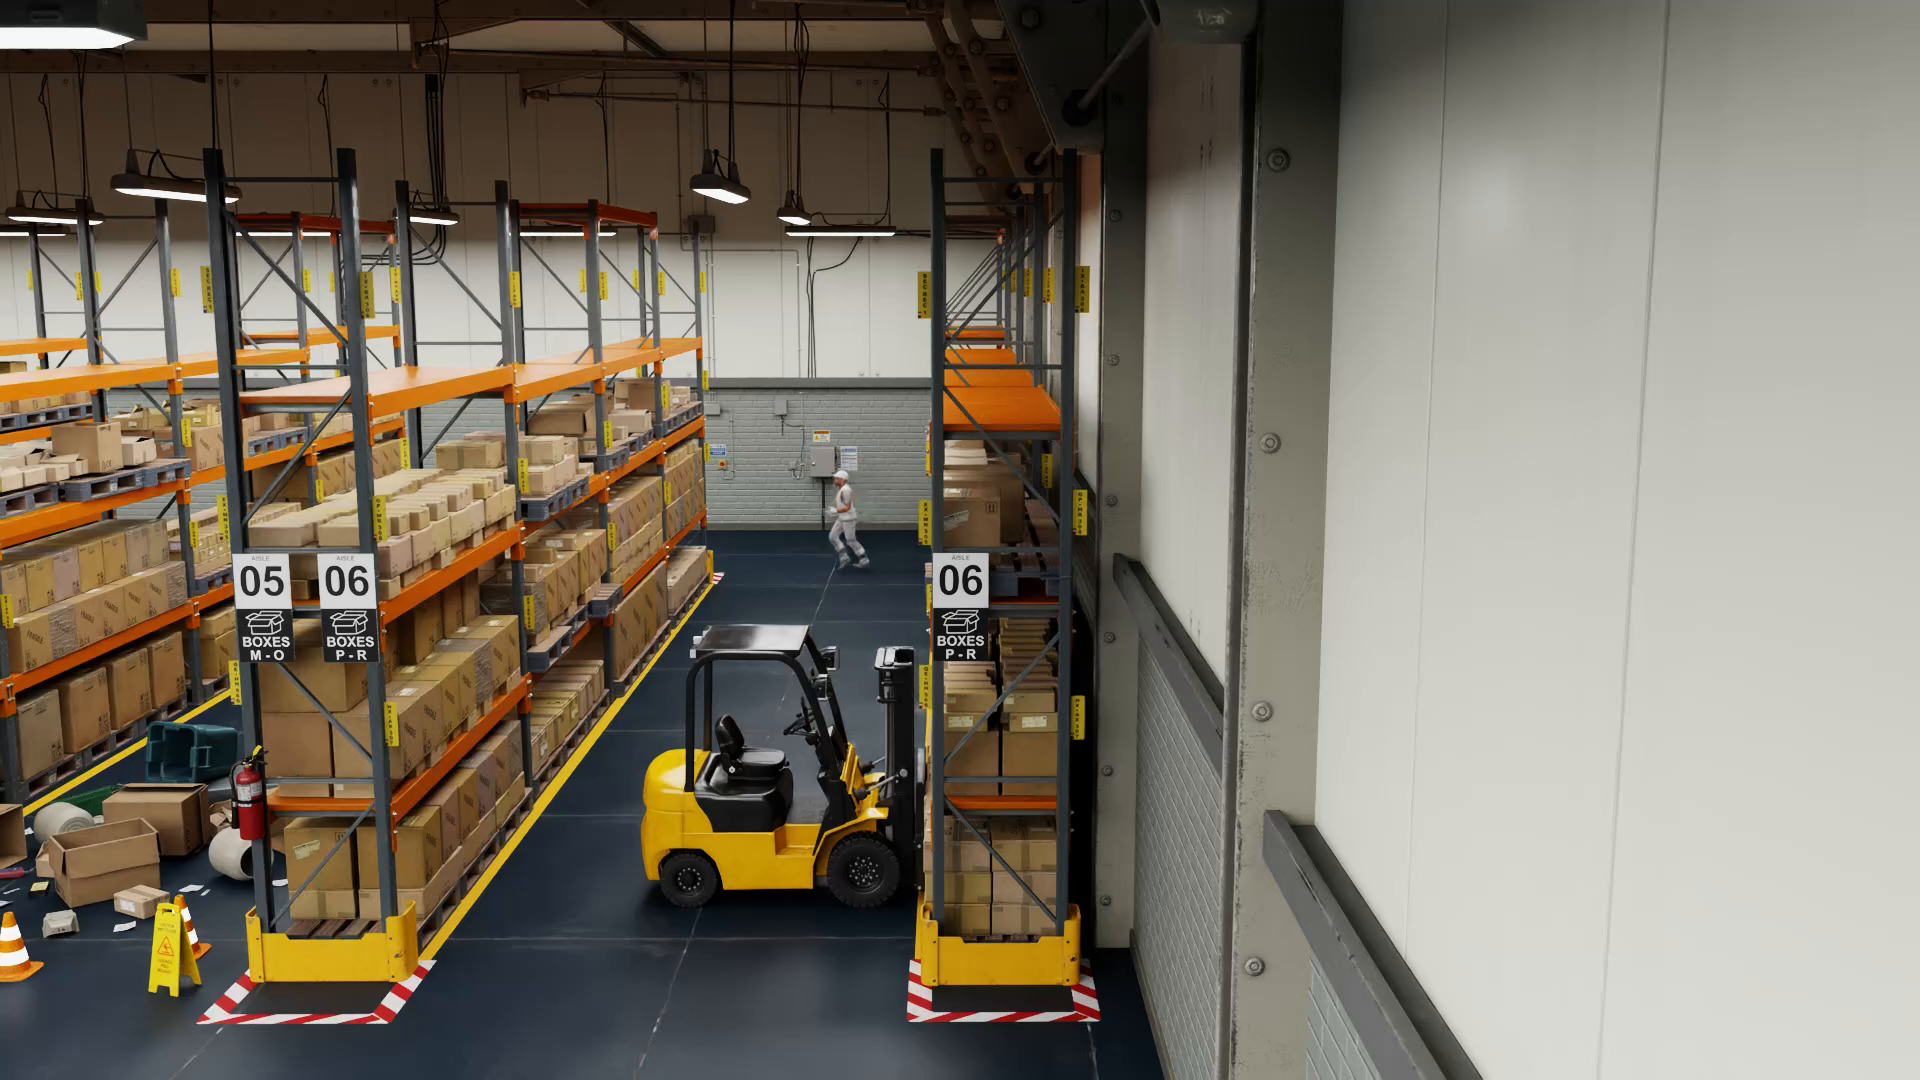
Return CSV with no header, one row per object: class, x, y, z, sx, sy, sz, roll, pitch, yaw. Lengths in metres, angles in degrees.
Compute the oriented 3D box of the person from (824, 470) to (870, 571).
person,-1.983,-0.331,29.031,0.808,1.790,0.606,-2,9,-14
